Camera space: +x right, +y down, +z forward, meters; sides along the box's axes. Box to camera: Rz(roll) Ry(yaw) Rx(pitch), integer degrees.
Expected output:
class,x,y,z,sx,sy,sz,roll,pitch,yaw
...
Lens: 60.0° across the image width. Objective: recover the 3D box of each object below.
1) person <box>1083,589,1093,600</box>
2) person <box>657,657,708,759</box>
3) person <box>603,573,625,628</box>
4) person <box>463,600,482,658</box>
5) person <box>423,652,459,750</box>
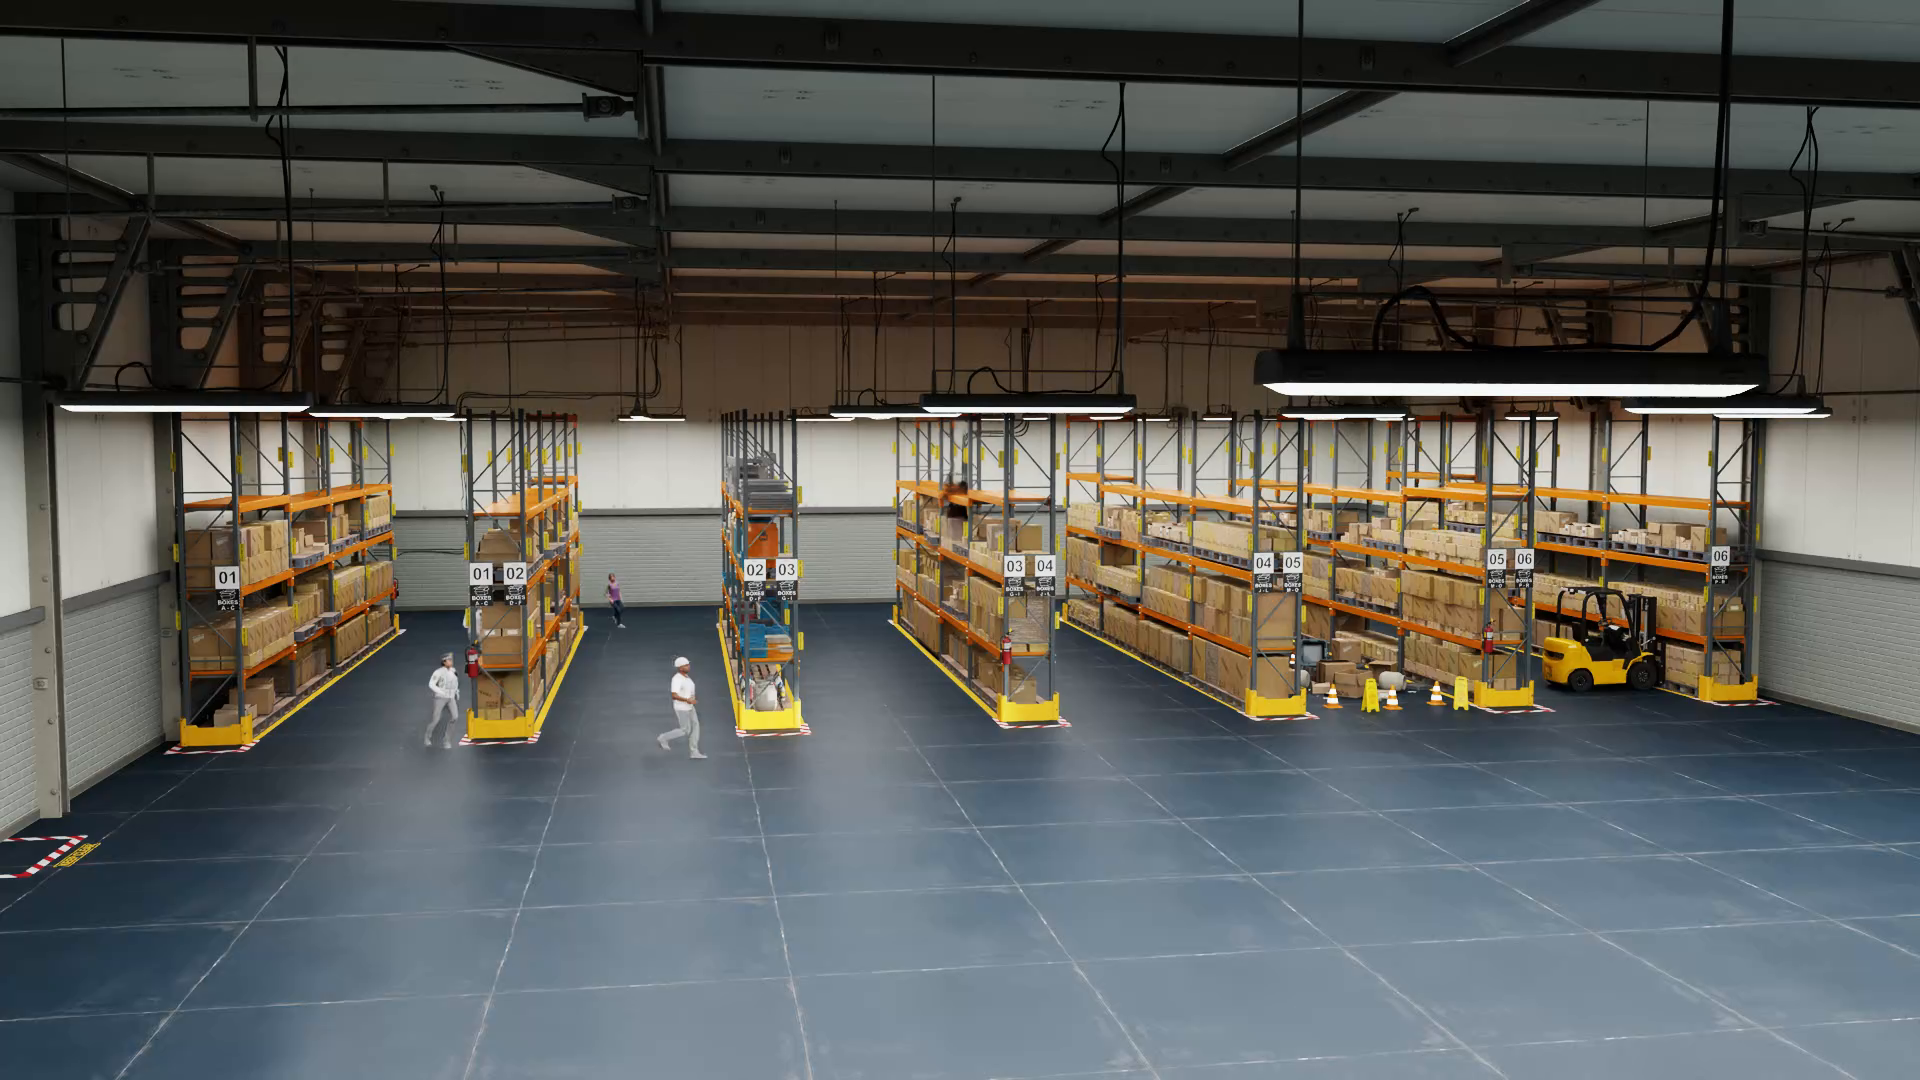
class,x,y,z,sx,sy,sz,roll,pitch,yaw
person,3.905,1.461,49.648,0.715,1.657,0.639,2,4,21
person,-4.732,2.870,28.393,0.863,1.746,0.699,1,4,8
person,-9.744,1.700,46.685,0.608,1.540,0.546,-3,5,-41
person,-11.270,2.178,38.754,0.600,1.657,0.566,-1,4,-17
person,-9.130,2.844,29.505,0.670,1.704,0.672,4,5,41
